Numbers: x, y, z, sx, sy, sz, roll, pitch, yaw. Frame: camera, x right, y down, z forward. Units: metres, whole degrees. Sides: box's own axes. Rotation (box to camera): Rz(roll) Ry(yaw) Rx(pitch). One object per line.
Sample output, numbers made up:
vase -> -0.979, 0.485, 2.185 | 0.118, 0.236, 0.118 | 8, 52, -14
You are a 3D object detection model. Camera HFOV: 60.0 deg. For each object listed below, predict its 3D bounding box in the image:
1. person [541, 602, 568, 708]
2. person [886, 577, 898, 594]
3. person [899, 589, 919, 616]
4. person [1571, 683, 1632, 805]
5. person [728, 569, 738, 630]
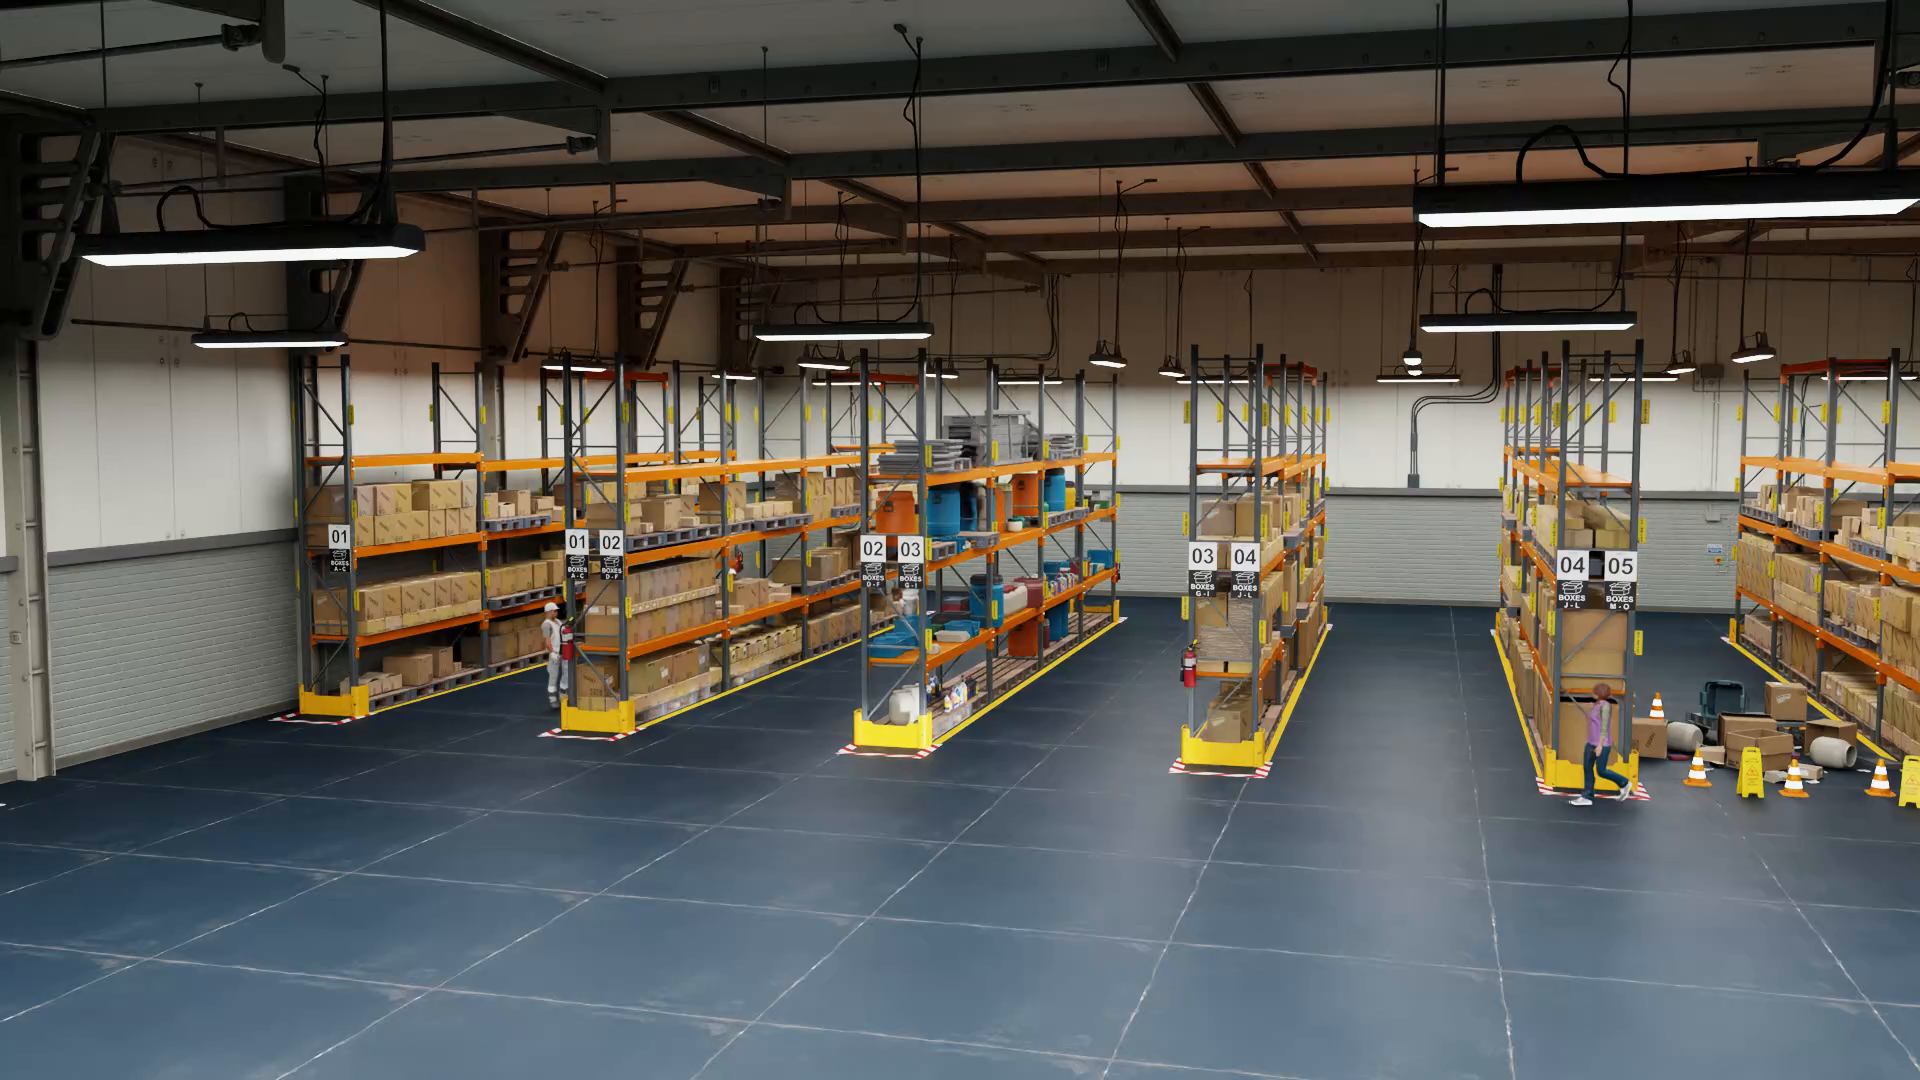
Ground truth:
person -> -6.890, 1.979, 28.498 | 0.583, 1.820, 0.587 | 4, 6, 40
person -> -1.788, 0.924, 43.073 | 0.470, 1.655, 0.467 | 1, 4, 16
person -> -1.052, 1.345, 36.953 | 0.517, 1.807, 0.599 | 3, 5, 31
person -> 8.209, 2.612, 21.253 | 0.716, 1.589, 0.390 | -1, 4, -12
person -> -4.882, 1.483, 35.425 | 0.499, 1.736, 1.003 | 2, 5, 21
